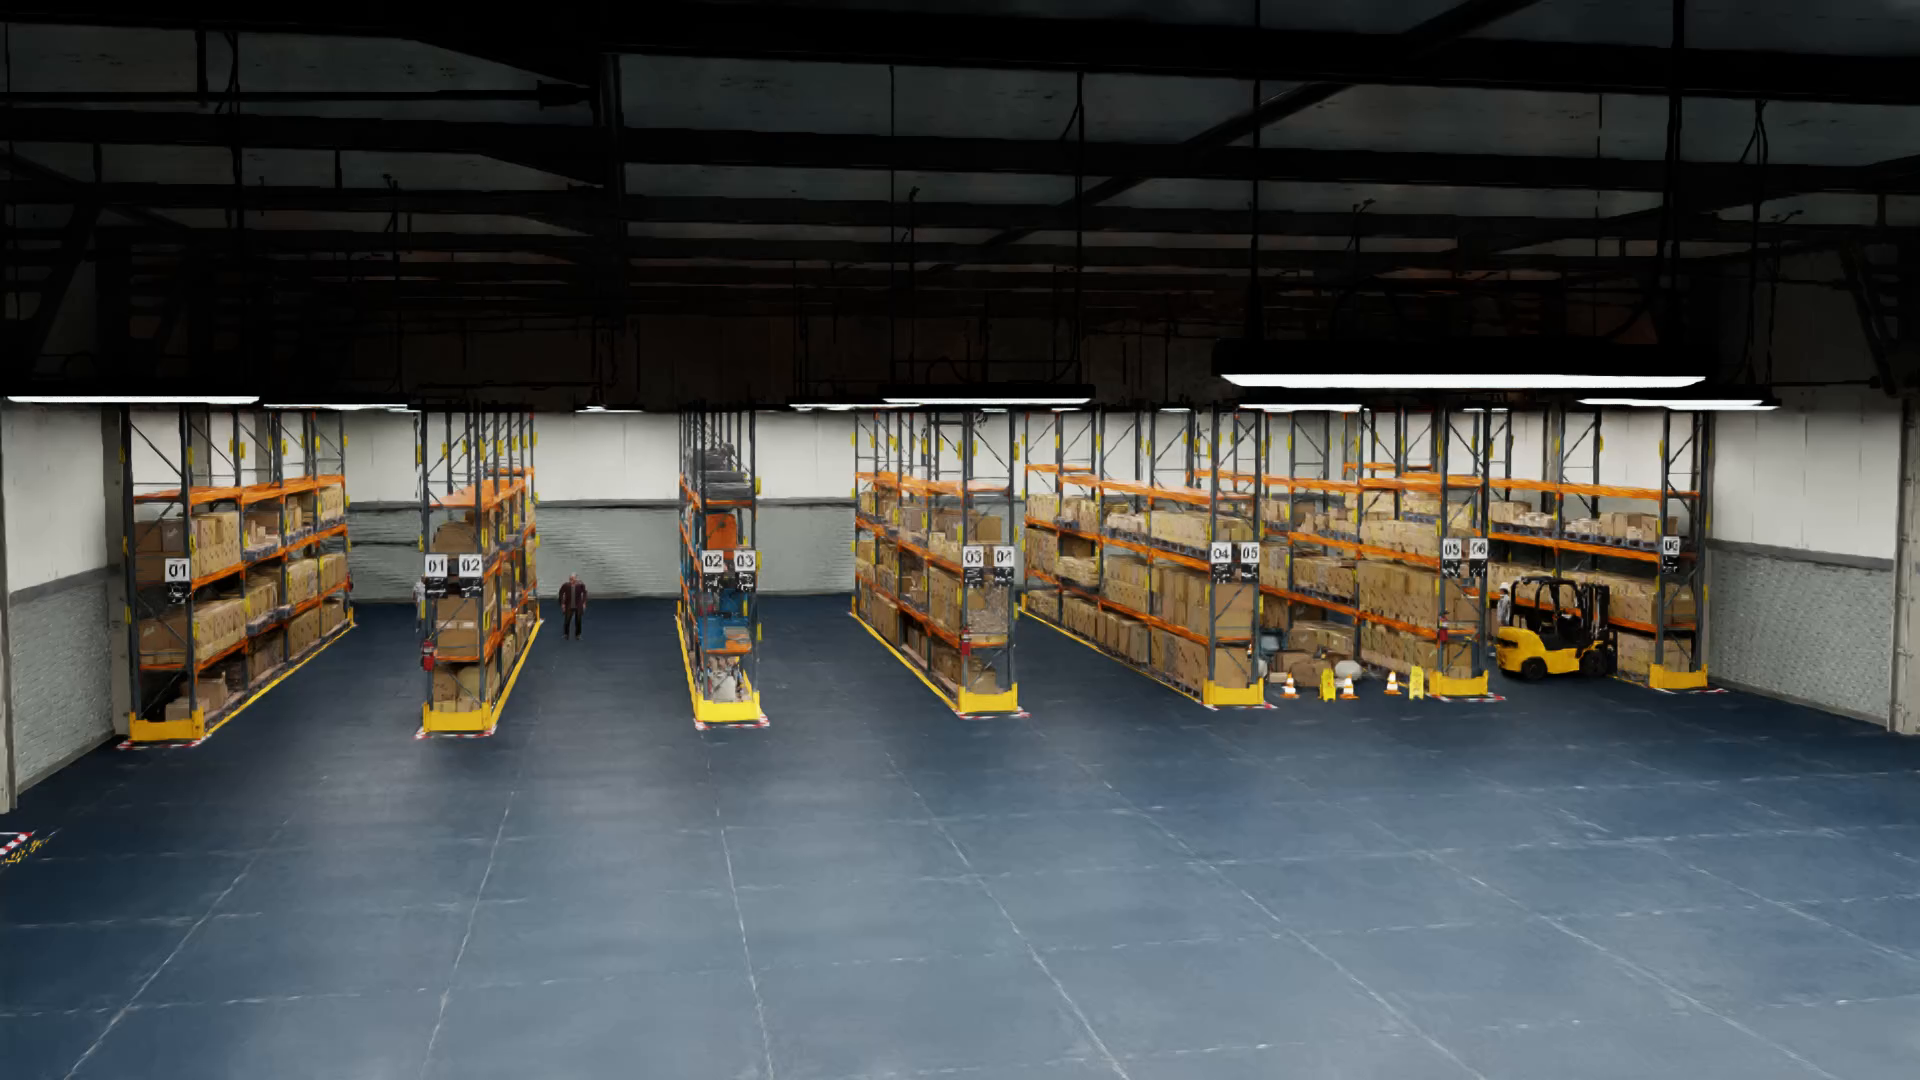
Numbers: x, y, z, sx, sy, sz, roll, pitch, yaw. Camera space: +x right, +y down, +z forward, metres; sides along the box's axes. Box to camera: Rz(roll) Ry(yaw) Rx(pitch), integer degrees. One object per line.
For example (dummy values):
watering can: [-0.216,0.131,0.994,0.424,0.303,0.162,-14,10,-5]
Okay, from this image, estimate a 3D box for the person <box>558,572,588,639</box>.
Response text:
person: [-9.843,1.671,42.319,0.729,1.733,0.546,-1,4,-12]

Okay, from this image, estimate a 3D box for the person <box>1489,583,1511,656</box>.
person: [12.739,1.882,39.021,0.575,1.768,0.634,1,4,15]

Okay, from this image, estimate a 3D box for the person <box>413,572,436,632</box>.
person: [-14.015,1.632,43.555,0.592,1.629,0.526,-1,4,-13]
